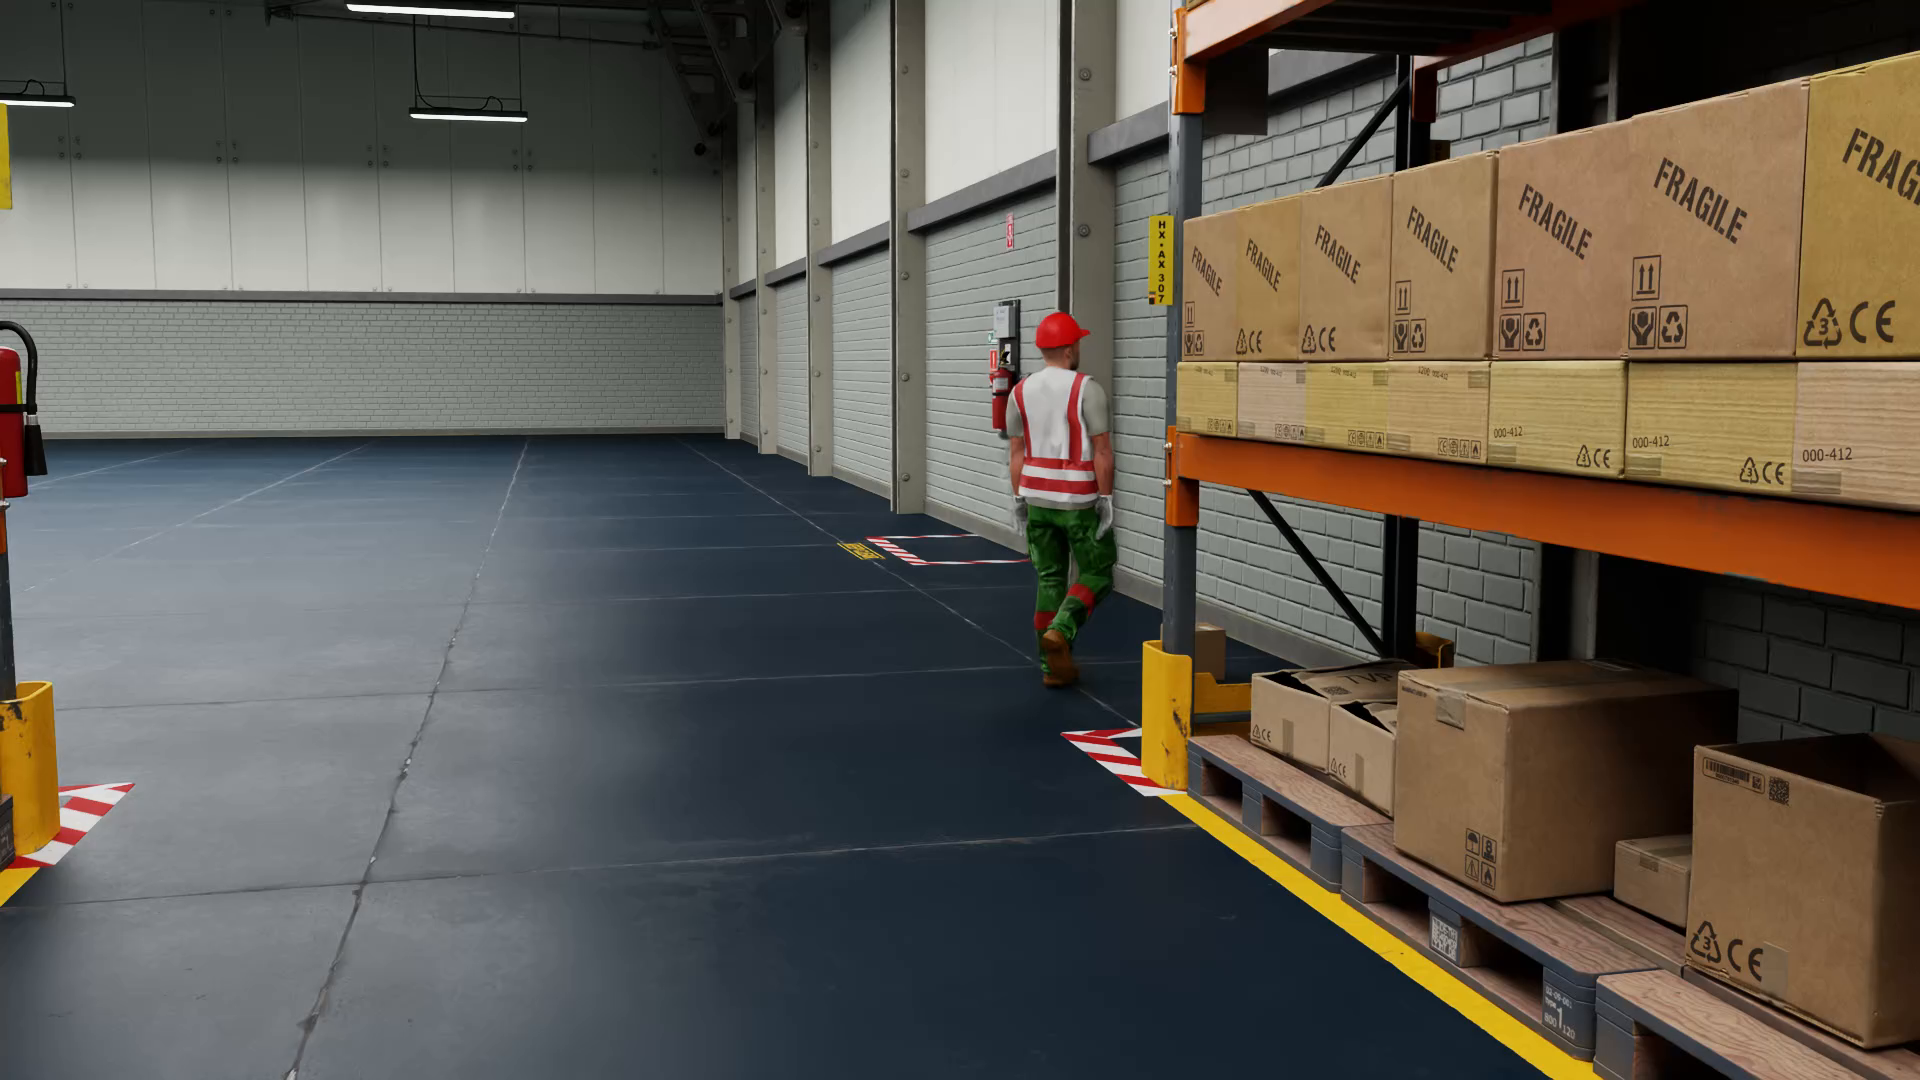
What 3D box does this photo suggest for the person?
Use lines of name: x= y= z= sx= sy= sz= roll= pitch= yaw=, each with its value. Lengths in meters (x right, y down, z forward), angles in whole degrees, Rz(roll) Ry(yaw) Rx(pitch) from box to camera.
person: x=0.475 y=-0.176 z=7.836 sx=0.542 sy=1.779 sz=0.650 roll=3 pitch=7 yaw=28
